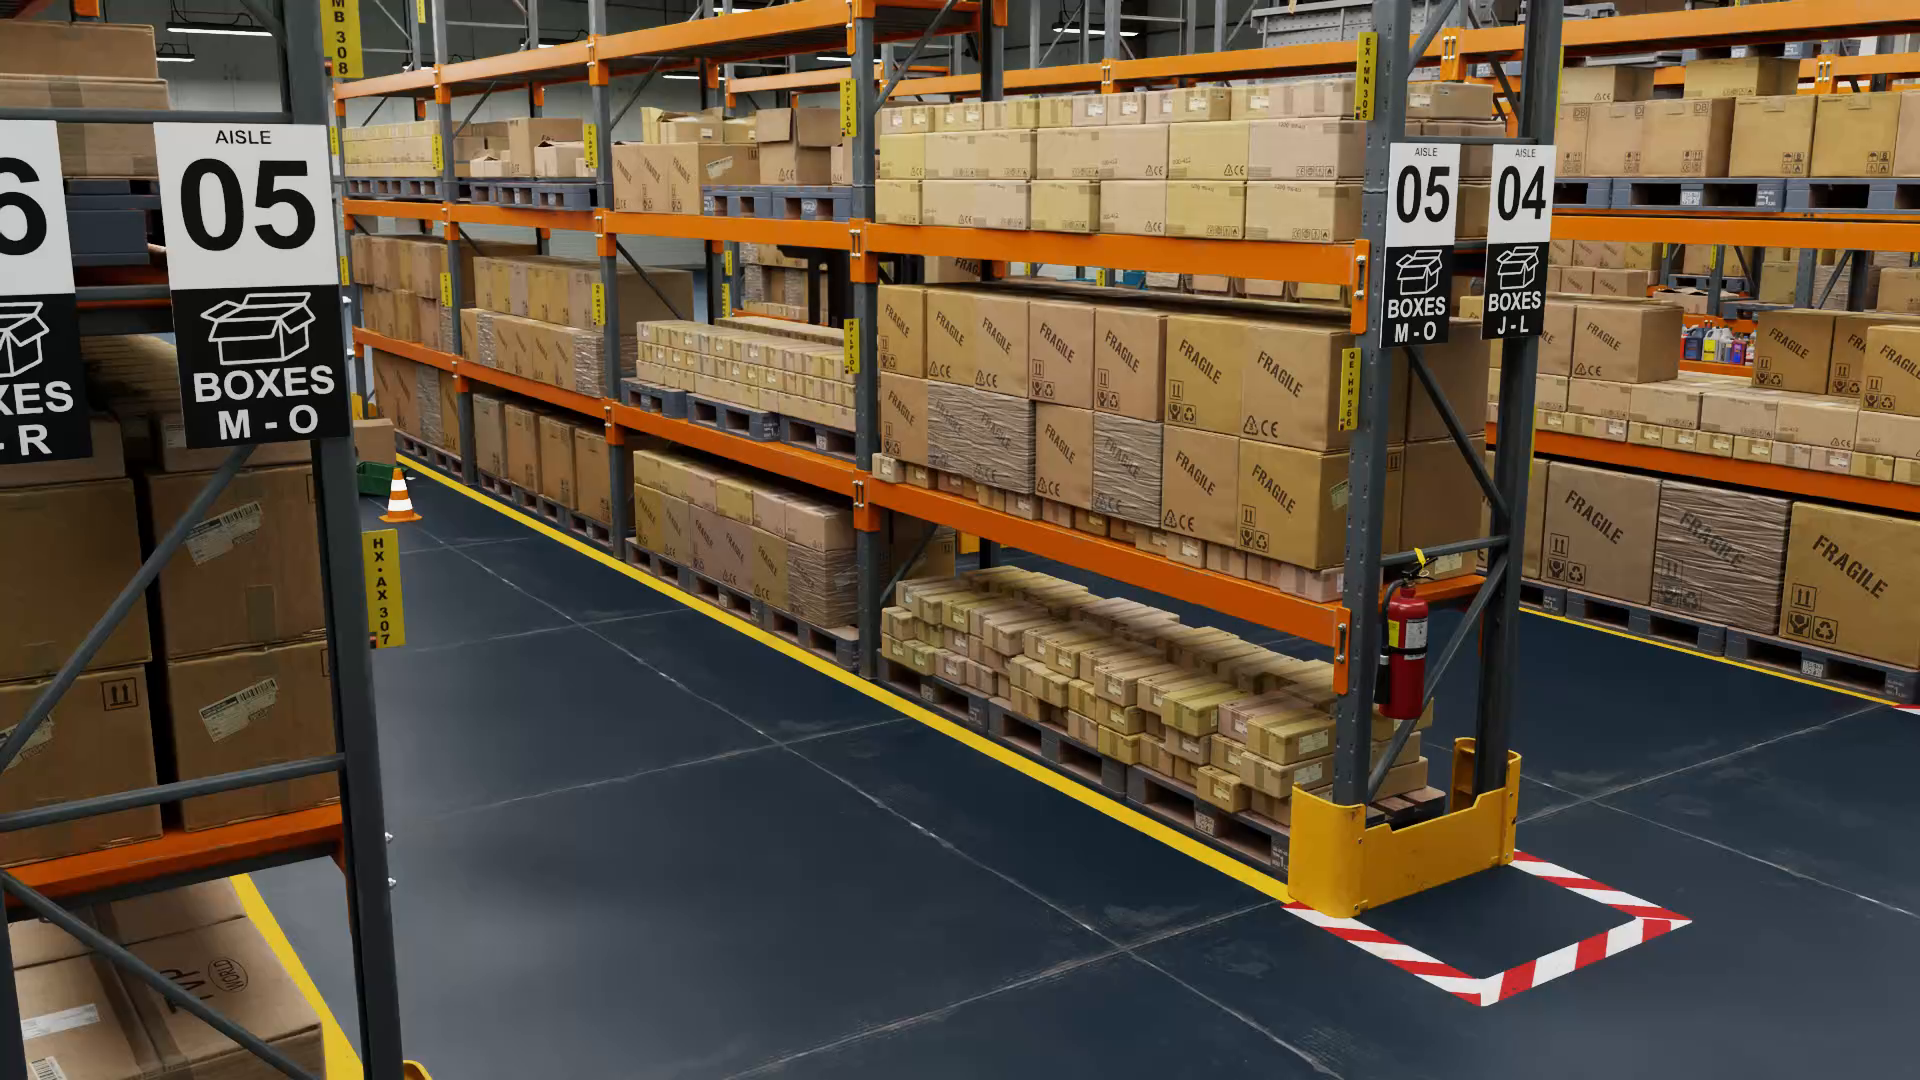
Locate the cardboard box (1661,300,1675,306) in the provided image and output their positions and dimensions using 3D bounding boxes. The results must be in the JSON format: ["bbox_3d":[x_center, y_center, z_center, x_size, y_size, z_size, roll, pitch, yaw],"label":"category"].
[{"bbox_3d":[9.304,-3.112,22.158,0.380,0.149,0.250,-8,15,-33],"label":"cardboard box"}]

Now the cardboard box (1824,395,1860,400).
[{"bbox_3d":[5.882,-0.794,10.624,0.500,0.250,0.500,-8,15,-33],"label":"cardboard box"}]

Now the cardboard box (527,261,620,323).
[{"bbox_3d":[-3.492,-2.256,15.083,0.700,0.500,0.500,-8,15,-33],"label":"cardboard box"}]

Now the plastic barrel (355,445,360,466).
[{"bbox_3d":[-6.523,-0.839,17.209,0.512,0.421,0.421,1,12,6],"label":"plastic barrel"}]

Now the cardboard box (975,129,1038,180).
[{"bbox_3d":[0.421,-1.997,8.632,0.500,0.250,0.500,-8,15,-32],"label":"cardboard box"}]

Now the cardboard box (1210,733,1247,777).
[{"bbox_3d":[1.401,0.986,7.826,0.380,0.149,0.250,-9,15,-34],"label":"cardboard box"}]

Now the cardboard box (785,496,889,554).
[{"bbox_3d":[-0.808,-0.108,10.946,0.500,0.250,0.500,-9,15,-34],"label":"cardboard box"}]

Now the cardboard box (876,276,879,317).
[{"bbox_3d":[-0.630,-2.928,19.801,0.875,0.500,0.500,-8,15,-33],"label":"cardboard box"}]

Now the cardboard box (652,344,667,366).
[{"bbox_3d":[-2.149,-1.436,12.817,0.380,0.149,0.250,-7,14,-30],"label":"cardboard box"}]

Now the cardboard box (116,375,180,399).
[{"bbox_3d":[-2.414,-0.432,5.225,0.380,0.149,0.250,-9,15,-35],"label":"cardboard box"}]

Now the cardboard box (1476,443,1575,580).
[{"bbox_3d":[4.299,-0.264,12.540,0.875,0.875,0.875,-8,15,-33],"label":"cardboard box"}]

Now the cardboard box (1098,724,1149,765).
[{"bbox_3d":[0.923,1.004,8.440,0.380,0.149,0.250,-9,15,-35],"label":"cardboard box"}]

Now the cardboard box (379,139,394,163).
[{"bbox_3d":[-5.940,-4.195,17.940,0.500,0.250,0.500,-8,15,-33],"label":"cardboard box"}]

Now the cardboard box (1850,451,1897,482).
[{"bbox_3d":[5.599,-0.460,10.033,0.380,0.149,0.250,-8,15,-32],"label":"cardboard box"}]

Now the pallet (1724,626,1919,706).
[{"bbox_3d":[5.708,0.717,10.590,1.003,0.211,1.213,-8,15,-33],"label":"pallet"}]

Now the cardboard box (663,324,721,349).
[{"bbox_3d":[-2.023,-1.543,12.607,0.380,0.149,0.250,-8,15,-33],"label":"cardboard box"}]

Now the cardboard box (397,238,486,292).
[{"bbox_3d":[-5.680,-3.038,18.353,0.875,0.550,0.500,-8,15,-33],"label":"cardboard box"}]

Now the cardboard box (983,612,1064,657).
[{"bbox_3d":[0.354,0.522,9.253,0.380,0.149,0.250,-8,15,-32],"label":"cardboard box"}]

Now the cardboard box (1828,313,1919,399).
[{"bbox_3d":[5.898,-1.157,10.532,0.500,0.500,0.500,-9,15,-34],"label":"cardboard box"}]

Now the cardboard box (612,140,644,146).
[{"bbox_3d":[-2.619,-3.197,13.929,0.500,0.311,0.500,-8,15,-33],"label":"cardboard box"}]

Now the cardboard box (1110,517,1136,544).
[{"bbox_3d":[0.975,-0.085,8.316,0.380,0.149,0.250,-9,15,-35],"label":"cardboard box"}]

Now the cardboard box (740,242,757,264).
[{"bbox_3d":[-2.571,-3.911,21.953,0.500,0.500,0.500,-8,15,-33],"label":"cardboard box"}]

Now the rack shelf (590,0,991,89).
[{"bbox_3d":[-1.293,-3.394,11.440,1.077,0.370,4.000,-8,15,-33],"label":"rack shelf"}]

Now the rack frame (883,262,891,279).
[{"bbox_3d":[-0.432,-2.647,19.444,1.000,3.000,0.127,-8,15,-33],"label":"rack frame"}]

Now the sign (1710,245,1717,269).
[{"bbox_3d":[9.573,-3.607,21.123,0.100,0.325,0.005,-8,15,-33],"label":"sign"}]

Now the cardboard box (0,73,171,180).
[{"bbox_3d":[-2.358,-1.055,4.278,0.500,0.250,0.500,-10,16,-38],"label":"cardboard box"}]

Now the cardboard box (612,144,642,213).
[{"bbox_3d":[-2.306,-2.747,12.649,0.500,0.500,0.500,-8,15,-33],"label":"cardboard box"}]

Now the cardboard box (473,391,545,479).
[{"bbox_3d":[-4.199,-1.084,16.581,1.050,0.750,0.750,-8,15,-33],"label":"cardboard box"}]

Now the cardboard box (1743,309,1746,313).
[{"bbox_3d":[12.607,-3.559,26.681,0.500,0.250,0.500,-8,15,-34],"label":"cardboard box"}]

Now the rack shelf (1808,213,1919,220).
[{"bbox_3d":[9.231,-2.568,13.748,1.077,0.370,4.000,-8,15,-33],"label":"rack shelf"}]

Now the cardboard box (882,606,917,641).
[{"bbox_3d":[-0.251,0.490,10.095,0.380,0.149,0.250,-7,14,-30],"label":"cardboard box"}]

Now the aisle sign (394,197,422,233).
[{"bbox_3d":[-6.623,-4.107,20.037,0.394,0.787,0.004,-8,15,-33],"label":"aisle sign"}]

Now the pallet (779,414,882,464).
[{"bbox_3d":[-0.487,-0.714,11.056,1.003,0.211,1.213,-8,15,-33],"label":"pallet"}]

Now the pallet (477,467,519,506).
[{"bbox_3d":[-4.127,-0.587,16.552,1.003,0.211,1.213,-8,15,-33],"label":"pallet"}]

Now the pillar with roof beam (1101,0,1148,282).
[{"bbox_3d":[0.598,-9.650,37.427,9.100,9.000,0.548,-8,15,-33],"label":"pillar with roof beam"}]

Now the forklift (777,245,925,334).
[{"bbox_3d":[-1.053,-1.844,15.935,1.130,2.935,3.031,-8,15,-31],"label":"forklift"}]

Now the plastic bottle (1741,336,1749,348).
[{"bbox_3d":[7.886,-1.947,16.708,0.097,0.201,0.097,0,12,0],"label":"plastic bottle"}]

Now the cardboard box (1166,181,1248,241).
[{"bbox_3d":[1.270,-1.475,7.415,0.500,0.250,0.500,-8,15,-33],"label":"cardboard box"}]

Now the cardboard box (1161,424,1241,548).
[{"bbox_3d":[1.287,-0.279,7.687,0.500,0.500,0.500,-8,15,-34],"label":"cardboard box"}]

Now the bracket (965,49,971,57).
[{"bbox_3d":[0.332,-13.017,44.397,0.235,0.232,0.430,-8,15,-33],"label":"bracket"}]

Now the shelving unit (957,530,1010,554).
[{"bbox_3d":[-0.042,-0.746,14.264,0.587,1.500,1.083,-8,15,-33],"label":"shelving unit"}]

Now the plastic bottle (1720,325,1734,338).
[{"bbox_3d":[7.462,-1.928,16.272,0.144,0.351,0.185,-8,15,-33],"label":"plastic bottle"}]

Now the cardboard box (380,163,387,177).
[{"bbox_3d":[-6.070,-4.017,18.060,0.380,0.149,0.250,-8,15,-32],"label":"cardboard box"}]

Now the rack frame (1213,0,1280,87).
[{"bbox_3d":[3.691,-6.164,21.484,1.000,3.000,0.127,-8,15,-33],"label":"rack frame"}]

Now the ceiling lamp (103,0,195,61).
[{"bbox_3d":[-19.768,-13.234,40.151,2.000,3.185,0.800,-8,15,-33],"label":"ceiling lamp"}]

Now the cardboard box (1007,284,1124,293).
[{"bbox_3d":[0.591,-1.195,9.532,0.500,0.500,0.500,-9,15,-35],"label":"cardboard box"}]

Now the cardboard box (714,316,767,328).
[{"bbox_3d":[-1.748,-1.706,13.356,0.380,0.149,0.250,-9,15,-35],"label":"cardboard box"}]

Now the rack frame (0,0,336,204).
[{"bbox_3d":[-2.034,-2.270,3.680,1.000,3.000,0.127,-8,15,-33],"label":"rack frame"}]

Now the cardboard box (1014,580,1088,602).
[{"bbox_3d":[0.547,0.359,9.998,0.380,0.149,0.250,-8,15,-33],"label":"cardboard box"}]

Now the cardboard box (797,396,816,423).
[{"bbox_3d":[-0.851,-0.875,10.948,0.380,0.149,0.250,-8,15,-33],"label":"cardboard box"}]

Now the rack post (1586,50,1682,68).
[{"bbox_3d":[6.896,-4.842,16.608,0.937,0.300,0.954,-6,14,-27],"label":"rack post"}]

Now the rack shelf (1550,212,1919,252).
[{"bbox_3d":[5.108,-1.982,11.067,1.077,0.370,4.000,-8,15,-33],"label":"rack shelf"}]

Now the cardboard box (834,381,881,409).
[{"bbox_3d":[-0.570,-0.930,10.502,0.380,0.149,0.250,-8,14,-31],"label":"cardboard box"}]

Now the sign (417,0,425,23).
[{"bbox_3d":[-6.374,-6.276,19.627,0.100,0.325,0.005,-8,15,-33],"label":"sign"}]

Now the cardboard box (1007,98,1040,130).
[{"bbox_3d":[0.463,-2.166,8.472,0.380,0.149,0.250,-7,14,-30],"label":"cardboard box"}]

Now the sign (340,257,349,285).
[{"bbox_3d":[-7.299,-3.186,19.698,0.100,0.325,0.005,-8,15,-33],"label":"sign"}]

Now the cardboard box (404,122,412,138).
[{"bbox_3d":[-5.502,-4.225,17.145,0.380,0.149,0.250,-8,15,-32],"label":"cardboard box"}]

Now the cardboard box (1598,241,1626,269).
[{"bbox_3d":[11.138,-4.844,28.040,0.500,0.500,0.500,-8,15,-33],"label":"cardboard box"}]
